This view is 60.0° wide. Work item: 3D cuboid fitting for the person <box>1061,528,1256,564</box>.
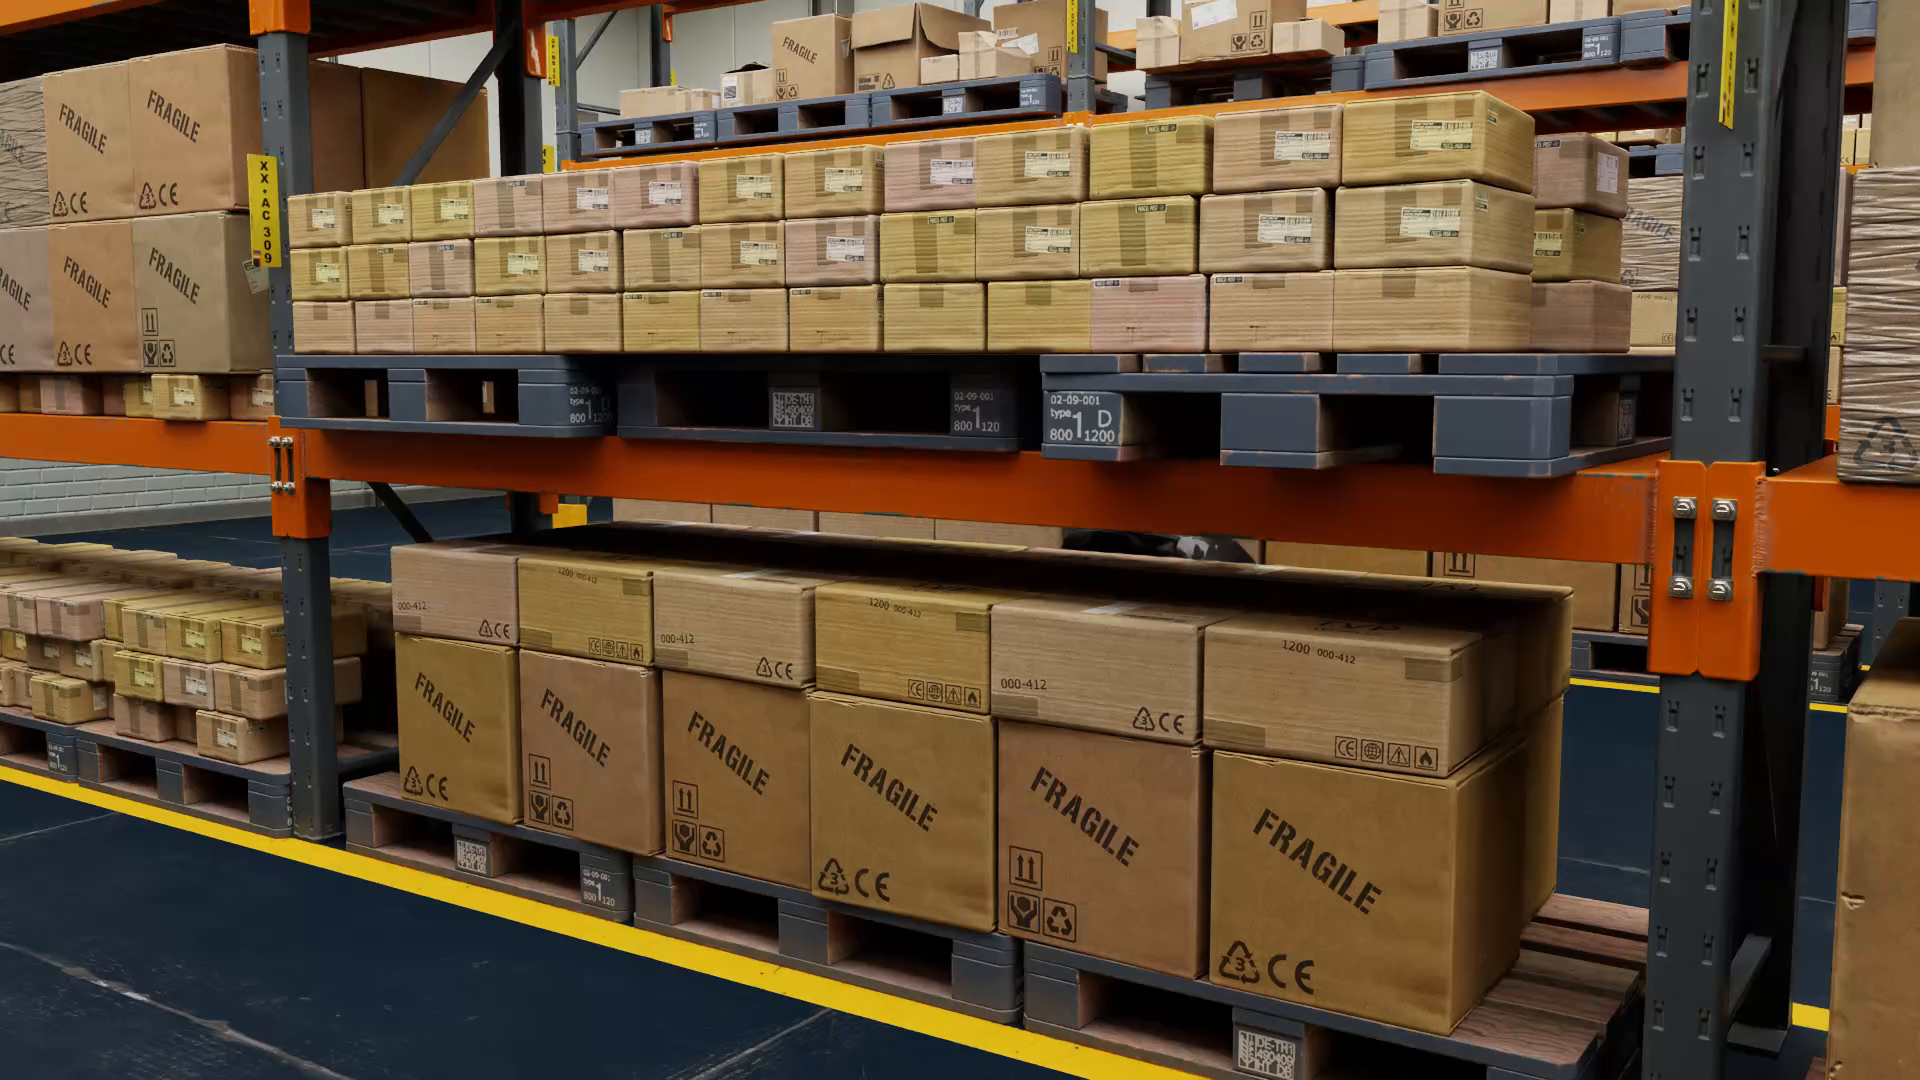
[{"bbox_3d":[0.849,0.339,6.277,0.944,0.960,0.513,4,7,31],"label":"person"}]
